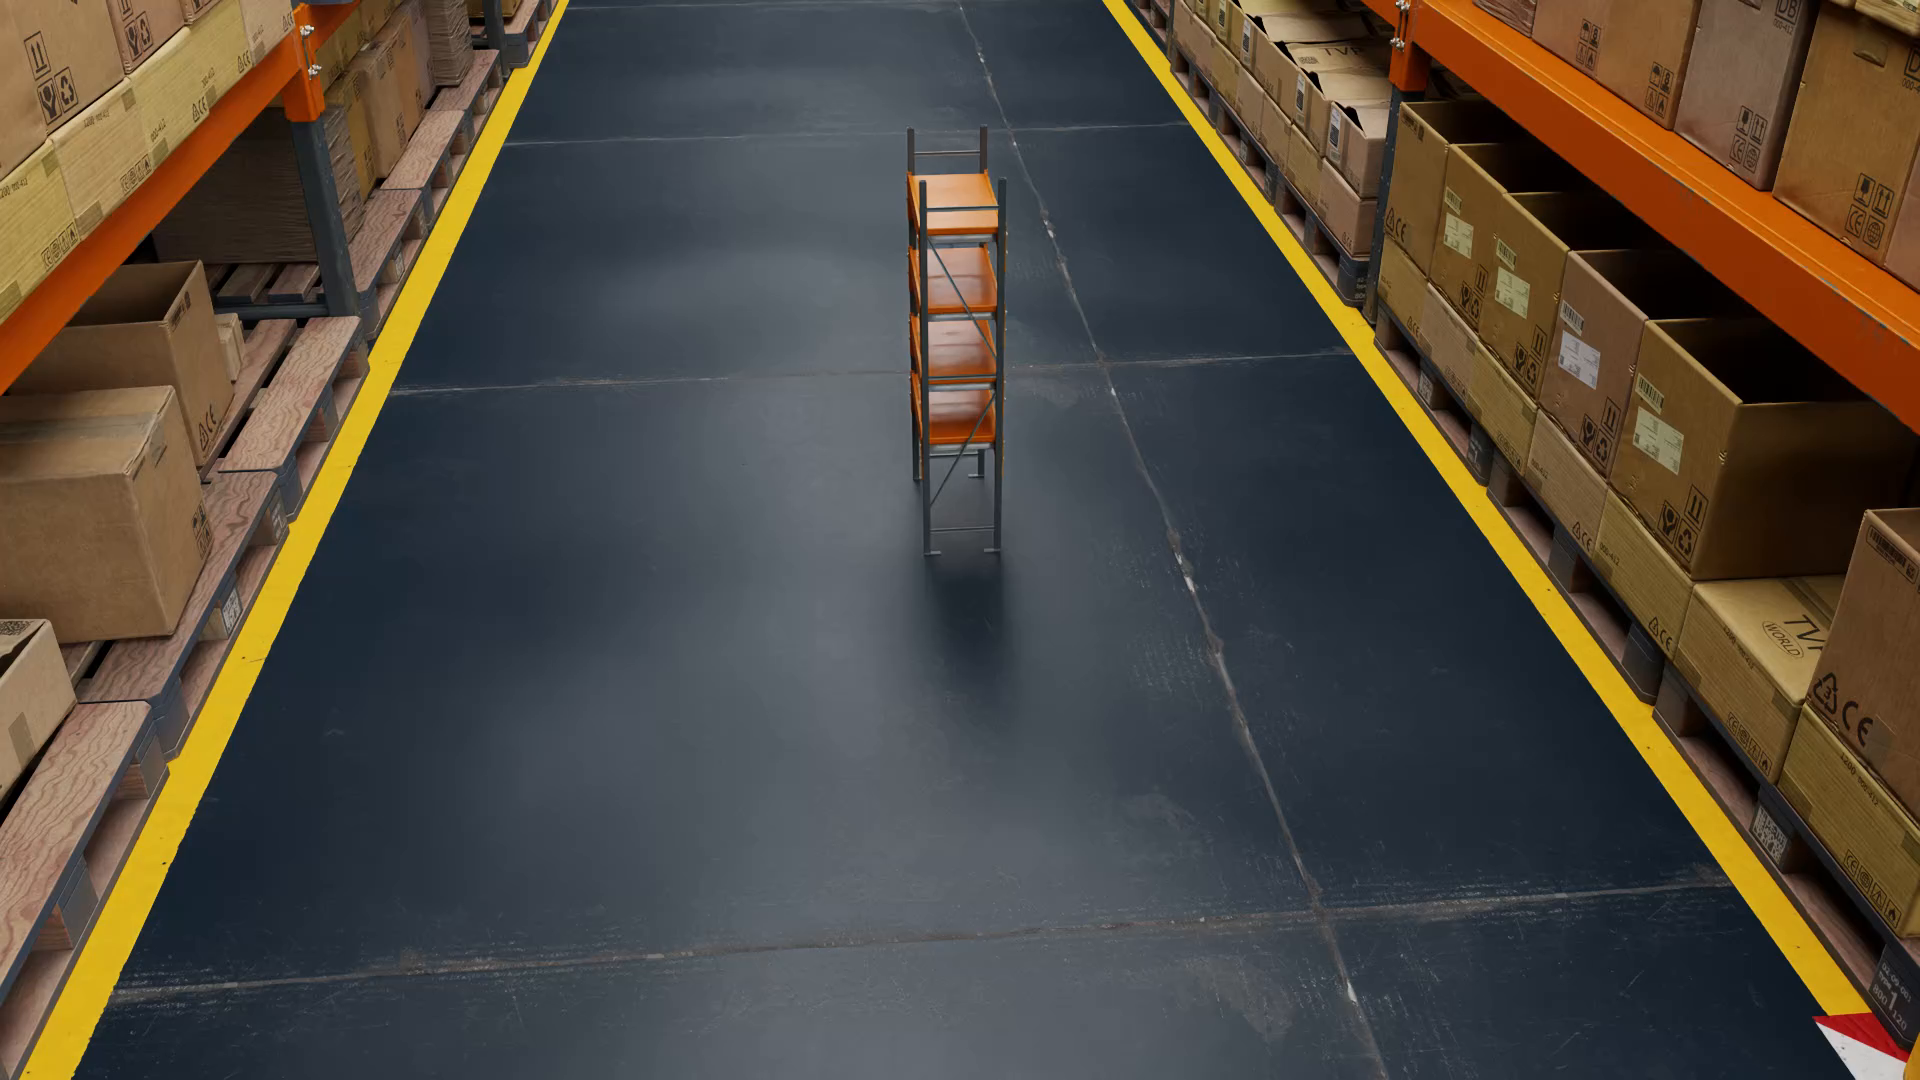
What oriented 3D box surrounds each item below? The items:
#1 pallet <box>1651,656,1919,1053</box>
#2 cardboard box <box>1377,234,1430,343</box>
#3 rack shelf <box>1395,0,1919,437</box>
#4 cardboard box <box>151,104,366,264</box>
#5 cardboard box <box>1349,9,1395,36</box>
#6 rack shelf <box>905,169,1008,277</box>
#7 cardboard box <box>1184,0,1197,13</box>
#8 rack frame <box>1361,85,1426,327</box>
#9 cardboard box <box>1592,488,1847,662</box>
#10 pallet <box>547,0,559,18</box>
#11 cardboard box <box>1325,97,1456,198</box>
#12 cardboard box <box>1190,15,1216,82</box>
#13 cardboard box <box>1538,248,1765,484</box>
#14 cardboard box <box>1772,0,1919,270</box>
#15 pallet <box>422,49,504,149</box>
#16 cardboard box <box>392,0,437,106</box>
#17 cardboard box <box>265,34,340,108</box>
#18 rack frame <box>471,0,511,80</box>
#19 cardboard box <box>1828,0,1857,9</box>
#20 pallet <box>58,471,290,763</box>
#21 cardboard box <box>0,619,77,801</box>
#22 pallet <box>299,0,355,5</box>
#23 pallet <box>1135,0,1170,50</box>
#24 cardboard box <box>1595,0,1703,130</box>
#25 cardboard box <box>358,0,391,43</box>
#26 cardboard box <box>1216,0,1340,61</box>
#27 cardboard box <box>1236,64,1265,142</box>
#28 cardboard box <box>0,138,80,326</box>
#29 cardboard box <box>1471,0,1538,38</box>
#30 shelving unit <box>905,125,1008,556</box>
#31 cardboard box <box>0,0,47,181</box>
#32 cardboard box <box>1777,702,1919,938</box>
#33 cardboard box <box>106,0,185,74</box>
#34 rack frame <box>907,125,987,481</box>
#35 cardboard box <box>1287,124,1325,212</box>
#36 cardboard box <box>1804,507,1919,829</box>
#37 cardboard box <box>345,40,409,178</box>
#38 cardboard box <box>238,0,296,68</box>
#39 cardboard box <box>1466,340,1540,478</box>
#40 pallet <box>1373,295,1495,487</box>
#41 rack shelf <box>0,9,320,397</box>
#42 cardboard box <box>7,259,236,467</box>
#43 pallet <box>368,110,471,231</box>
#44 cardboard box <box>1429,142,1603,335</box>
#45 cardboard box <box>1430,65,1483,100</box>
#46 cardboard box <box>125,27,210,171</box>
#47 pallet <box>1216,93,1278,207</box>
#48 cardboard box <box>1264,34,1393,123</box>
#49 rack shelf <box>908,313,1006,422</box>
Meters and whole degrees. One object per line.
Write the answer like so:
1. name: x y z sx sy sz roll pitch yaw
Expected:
1. pallet: 2.403 0.652 3.953 1.003 0.211 1.213 -3 31 -5
2. cardboard box: 1.884 -0.948 6.183 0.500 0.250 0.500 -3 31 -5
3. rack shelf: 2.330 -0.869 4.481 1.077 0.370 4.000 -3 31 -5
4. cardboard box: -2.874 -1.450 6.762 0.700 0.500 0.500 -2 31 -3
5. cardboard box: 2.207 -2.447 8.147 0.500 0.311 0.500 -2 31 -3
6. rack shelf: -0.015 -0.937 4.882 0.258 0.148 0.480 -3 31 -5
7. cardboard box: 1.525 -3.200 9.408 0.500 0.311 0.500 -2 31 -3
8. rack frame: 2.143 -2.199 6.006 1.000 3.000 0.127 -3 31 -5
9. cardboard box: 2.065 0.074 4.473 0.500 0.250 0.500 -3 31 -5
10. pallet: -3.272 -3.832 11.460 1.003 0.211 1.213 -3 31 -5
11. cardboard box: 1.819 -1.633 6.783 0.500 0.311 0.500 -3 31 -5
12. cardboard box: 1.573 -2.703 9.122 0.500 0.250 0.500 -4 31 -6
13. cardboard box: 2.017 -0.503 4.708 0.500 0.500 0.500 -3 31 -5
14. cardboard box: 2.391 -0.960 3.835 0.700 0.500 0.500 -3 31 -4
15. pallet: -3.091 -2.406 9.072 1.003 0.211 1.213 -3 31 -5
16. cardboard box: -3.111 -2.484 8.492 0.700 0.500 0.500 -3 31 -5
17. cardboard box: -2.919 -1.997 6.946 0.500 0.250 0.500 -3 31 -6
18. rack frame: -3.163 -4.002 9.025 1.000 3.000 0.127 -3 31 -5
19. cardboard box: 2.169 -1.325 3.813 0.380 0.149 0.250 -2 31 -3
20. pallet: -2.574 0.203 4.704 1.003 0.211 1.213 -3 31 -5
21. cardboard box: -2.444 0.399 3.849 0.500 0.311 0.500 0 31 0
22. pallet: -2.716 -2.275 6.320 1.003 0.211 1.213 -3 31 -5
23. pallet: 1.737 -3.427 10.782 1.003 0.211 1.213 -3 31 -5
24. cardboard box: 2.289 -1.490 4.722 0.700 0.500 0.500 -2 31 -4
25. cardboard box: -3.000 -2.518 7.818 0.500 0.250 0.500 -3 31 -5
26. cardboard box: 1.628 -2.672 8.523 0.500 0.311 0.500 -4 31 -6
27. cardboard box: 1.675 -2.176 8.240 0.500 0.250 0.500 -2 31 -4
28. cardboard box: -2.249 -0.651 3.541 0.500 0.250 0.500 -3 31 -5
29. cardboard box: 2.190 -2.016 5.602 0.700 0.500 0.500 -4 31 -6
30. shelving unit: -0.015 -0.600 5.084 0.258 1.200 0.503 -3 31 -5
31. cardboard box: -2.239 -0.959 3.325 0.500 0.500 0.500 -4 31 -6
32. cardboard box: 2.172 0.584 3.619 0.500 0.250 0.500 -3 31 -5
33. cardboard box: -2.348 -1.487 4.210 0.500 0.500 0.500 -4 31 -6
34. rack frame: -0.038 -0.724 5.292 0.240 1.200 0.015 -3 31 -5
35. cardboard box: 1.770 -1.655 7.367 0.500 0.250 0.500 -3 31 -5
36. cardboard box: 2.170 0.262 3.427 0.500 0.500 0.500 -3 31 -5
37. cardboard box: -2.980 -1.974 7.639 0.700 0.500 0.500 -2 31 -4
38. cardboard box: -2.443 -1.677 5.259 0.500 0.250 0.500 -3 31 -4
39. cardboard box: 1.967 -0.436 5.327 0.500 0.250 0.500 -3 31 -5
40. pallet: 2.175 -0.594 6.038 1.003 0.211 1.213 -3 31 -5
41. rack shelf: -2.602 -0.630 4.081 1.077 0.370 4.000 -3 31 -5
42. cardboard box: -2.652 -0.548 5.250 0.500 0.500 0.500 -5 31 -8
43. pallet: -2.980 -1.784 8.031 1.003 0.211 1.213 -3 31 -5
44. cardboard box: 1.929 -1.014 5.563 0.500 0.500 0.500 -3 31 -5
45. cardboard box: 2.311 -1.918 7.261 0.500 0.311 0.500 -3 31 -5
46. cardboard box: -2.342 -1.166 4.403 0.500 0.250 0.500 -3 31 -5
47. pallet: 1.918 -2.000 8.393 1.003 0.211 1.213 -3 31 -5
48. cardboard box: 1.720 -2.153 7.654 0.500 0.311 0.500 -3 31 -5
49. rack shelf: -0.015 -0.542 5.118 0.258 0.148 0.480 -3 31 -5
